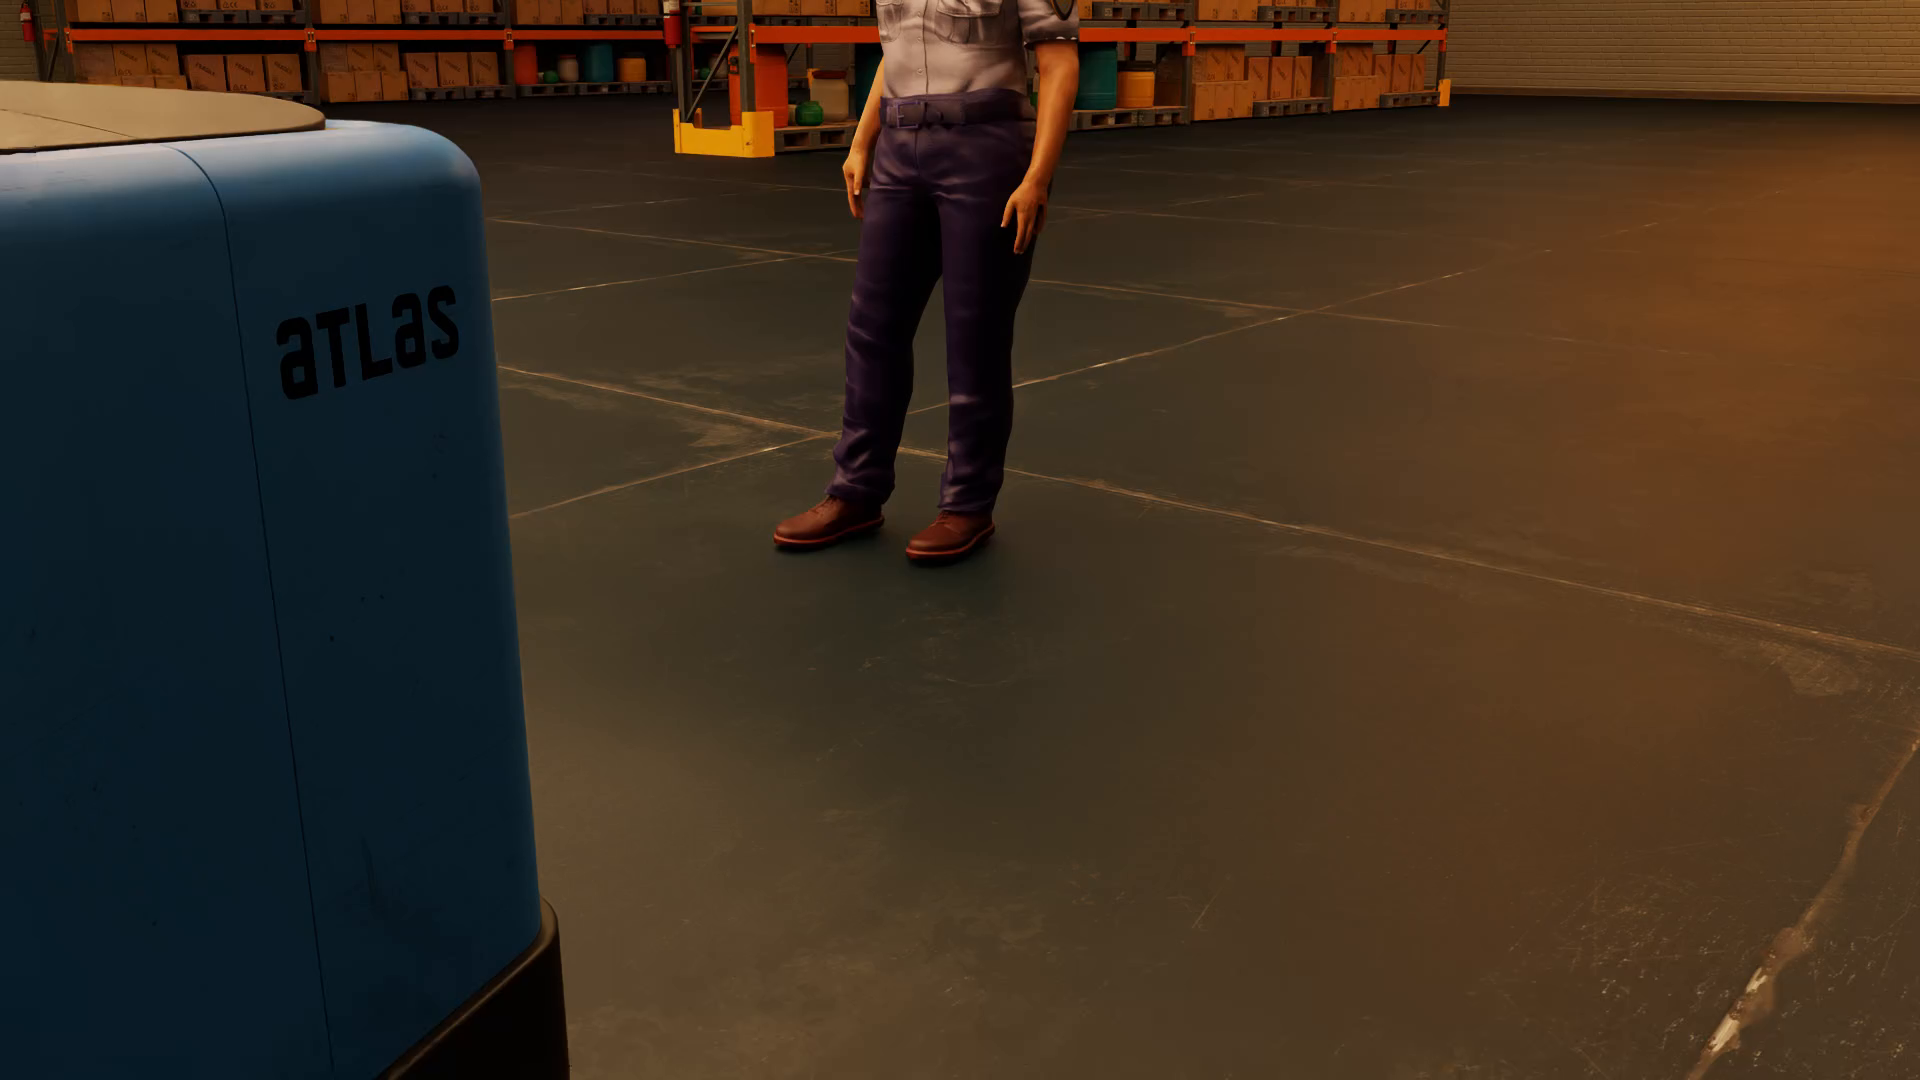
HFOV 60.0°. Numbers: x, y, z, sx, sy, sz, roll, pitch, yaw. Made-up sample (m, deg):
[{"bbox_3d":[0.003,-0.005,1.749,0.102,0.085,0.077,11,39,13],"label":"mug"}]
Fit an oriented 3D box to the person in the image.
[{"bbox_3d":[-0.075,-0.779,3.648,0.598,1.651,0.502,13,21,37],"label":"person"}]
